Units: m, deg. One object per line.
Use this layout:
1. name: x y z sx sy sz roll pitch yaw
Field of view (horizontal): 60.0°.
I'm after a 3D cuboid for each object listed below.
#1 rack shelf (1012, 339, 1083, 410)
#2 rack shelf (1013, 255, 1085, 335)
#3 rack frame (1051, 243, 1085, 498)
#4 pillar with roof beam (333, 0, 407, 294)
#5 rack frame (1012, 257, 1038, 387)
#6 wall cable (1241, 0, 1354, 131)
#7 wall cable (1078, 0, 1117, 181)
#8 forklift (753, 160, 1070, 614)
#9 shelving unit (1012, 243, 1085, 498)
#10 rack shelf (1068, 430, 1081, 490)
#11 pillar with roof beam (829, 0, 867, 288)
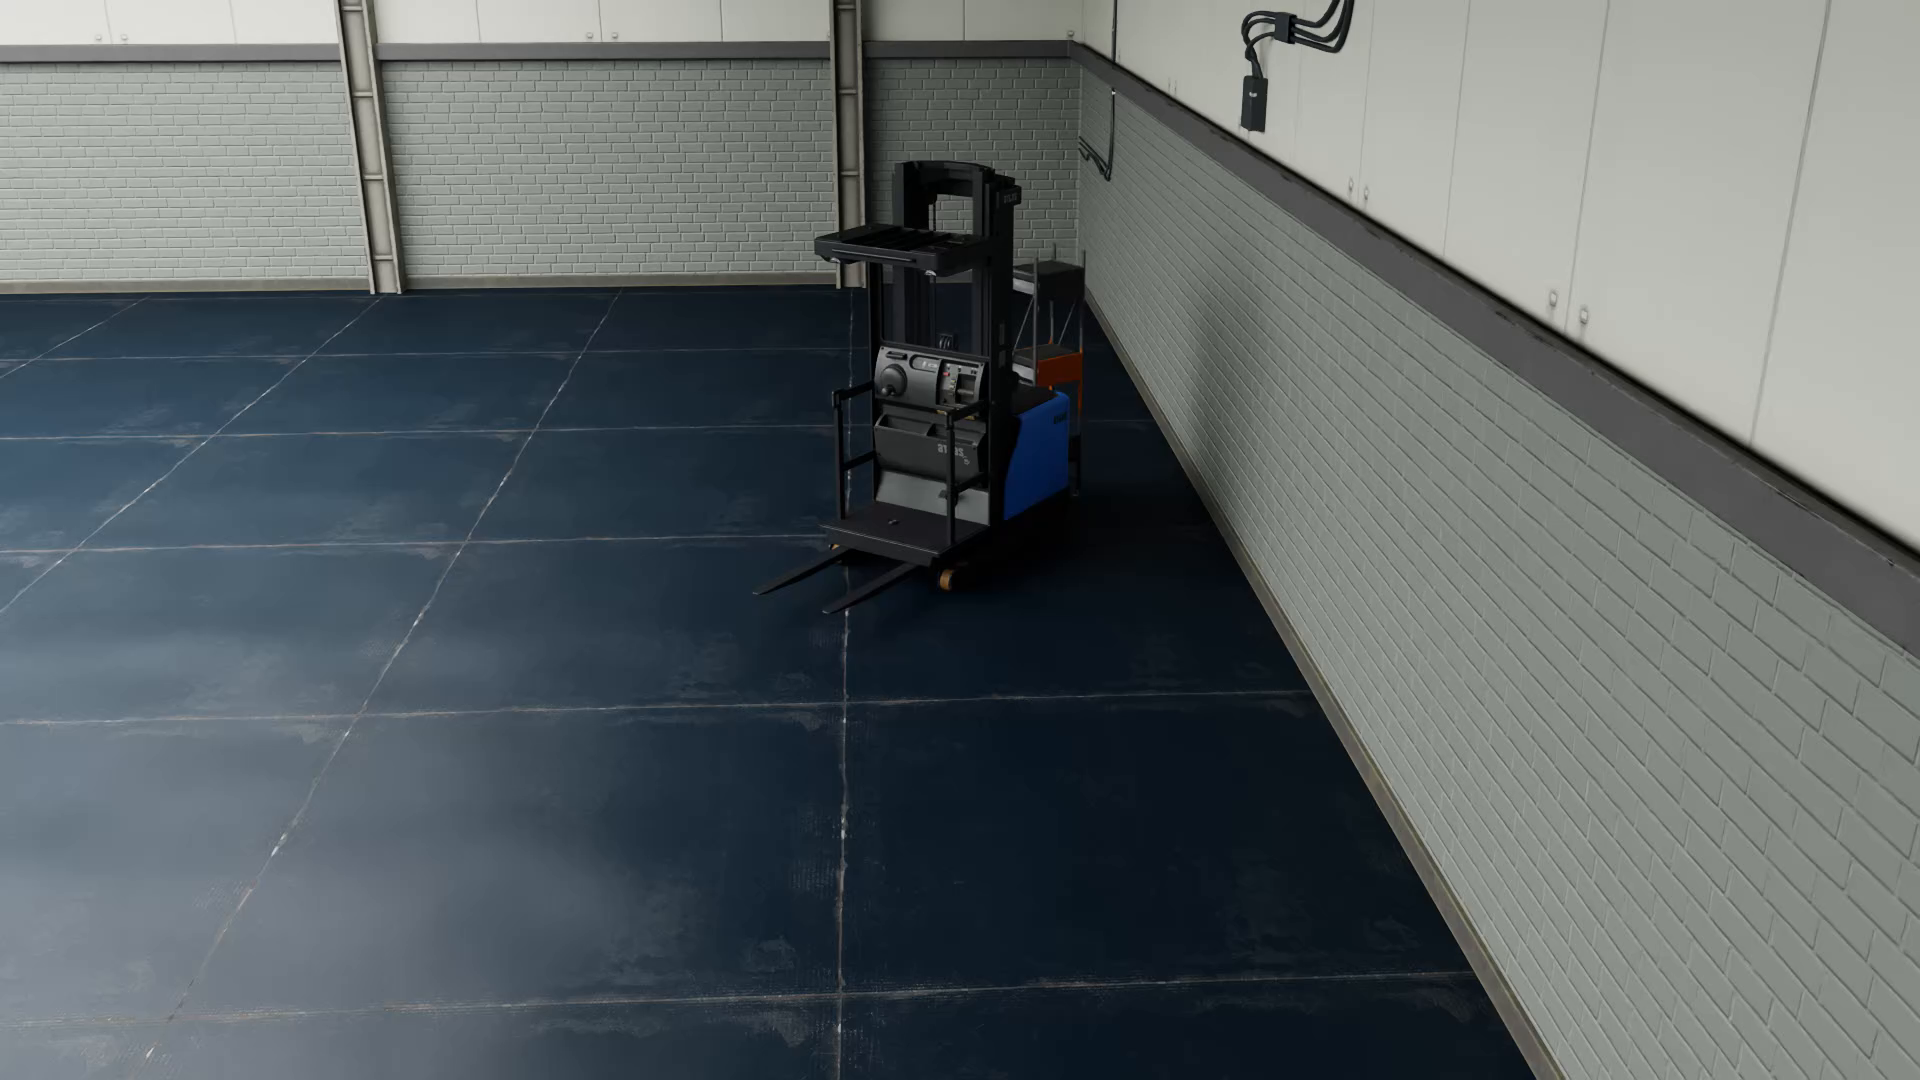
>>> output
1. rack shelf: 0.689 -1.327 13.689 0.480 0.518 0.431 -15 26 -34
2. rack shelf: 0.685 -1.981 13.438 0.480 0.518 0.431 -15 26 -34
3. rack frame: 0.884 -1.393 13.820 0.015 2.100 0.400 -15 26 -34
4. pillar with roof beam: -7.172 -5.909 15.994 0.400 9.000 9.100 -1 21 -3
5. rack frame: 0.494 -1.286 13.547 0.015 2.100 0.400 -15 26 -34
6. wall cable: 2.115 -5.367 9.790 0.169 6.003 2.305 -1 21 -3
7. wall cable: 1.589 -5.699 19.806 0.112 2.526 3.097 -1 21 -3
8. forklift: -0.338 -1.184 12.110 1.130 2.935 3.031 13 24 30
9. shelving unit: 0.689 -1.340 13.684 0.503 2.100 0.431 -15 26 -34
10. rack shelf: 0.693 -0.674 13.939 0.480 0.518 0.431 -15 26 -34
11. pillar with roof beam: -1.182 -6.031 16.314 0.400 9.000 9.100 -1 21 -3
